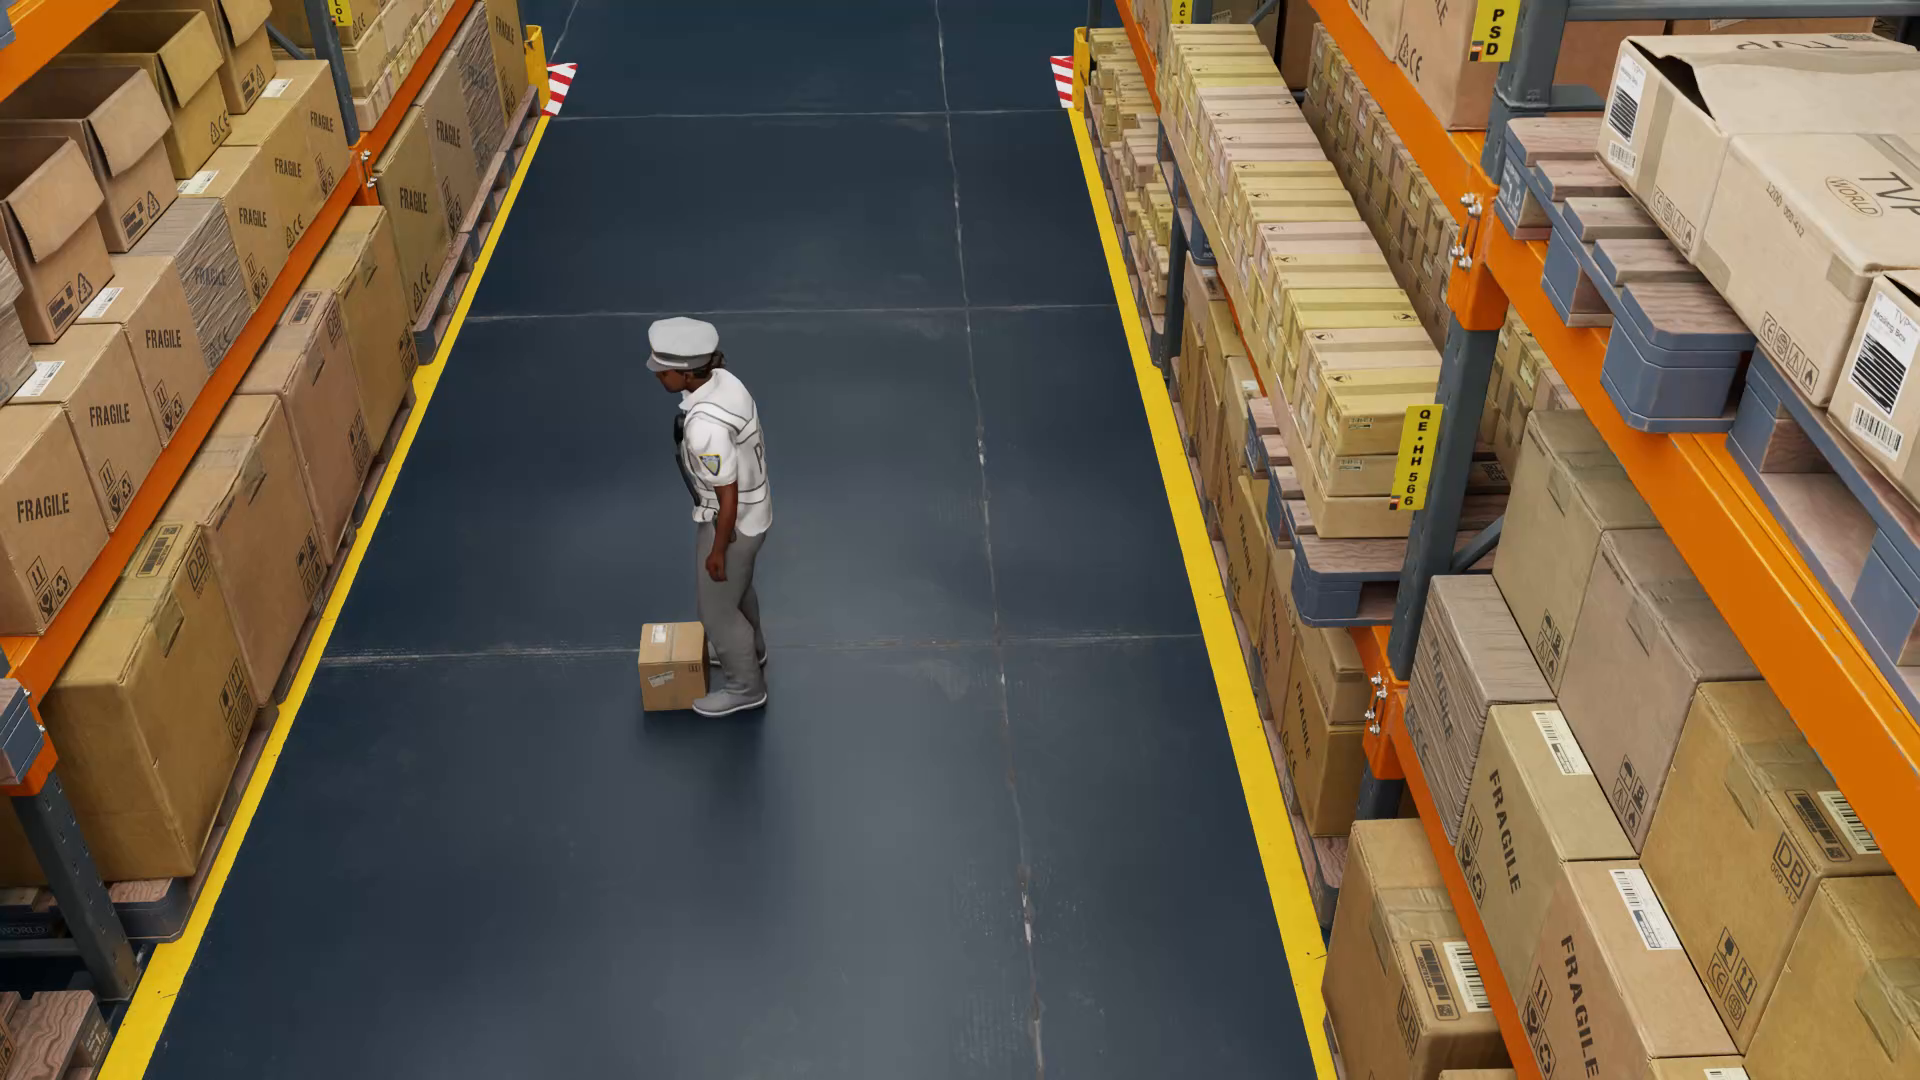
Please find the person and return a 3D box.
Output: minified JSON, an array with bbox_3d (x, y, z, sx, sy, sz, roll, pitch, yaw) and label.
[{"bbox_3d":[-0.903,-0.081,6.263,0.397,1.656,0.514,-3,36,-4],"label":"person"}]
